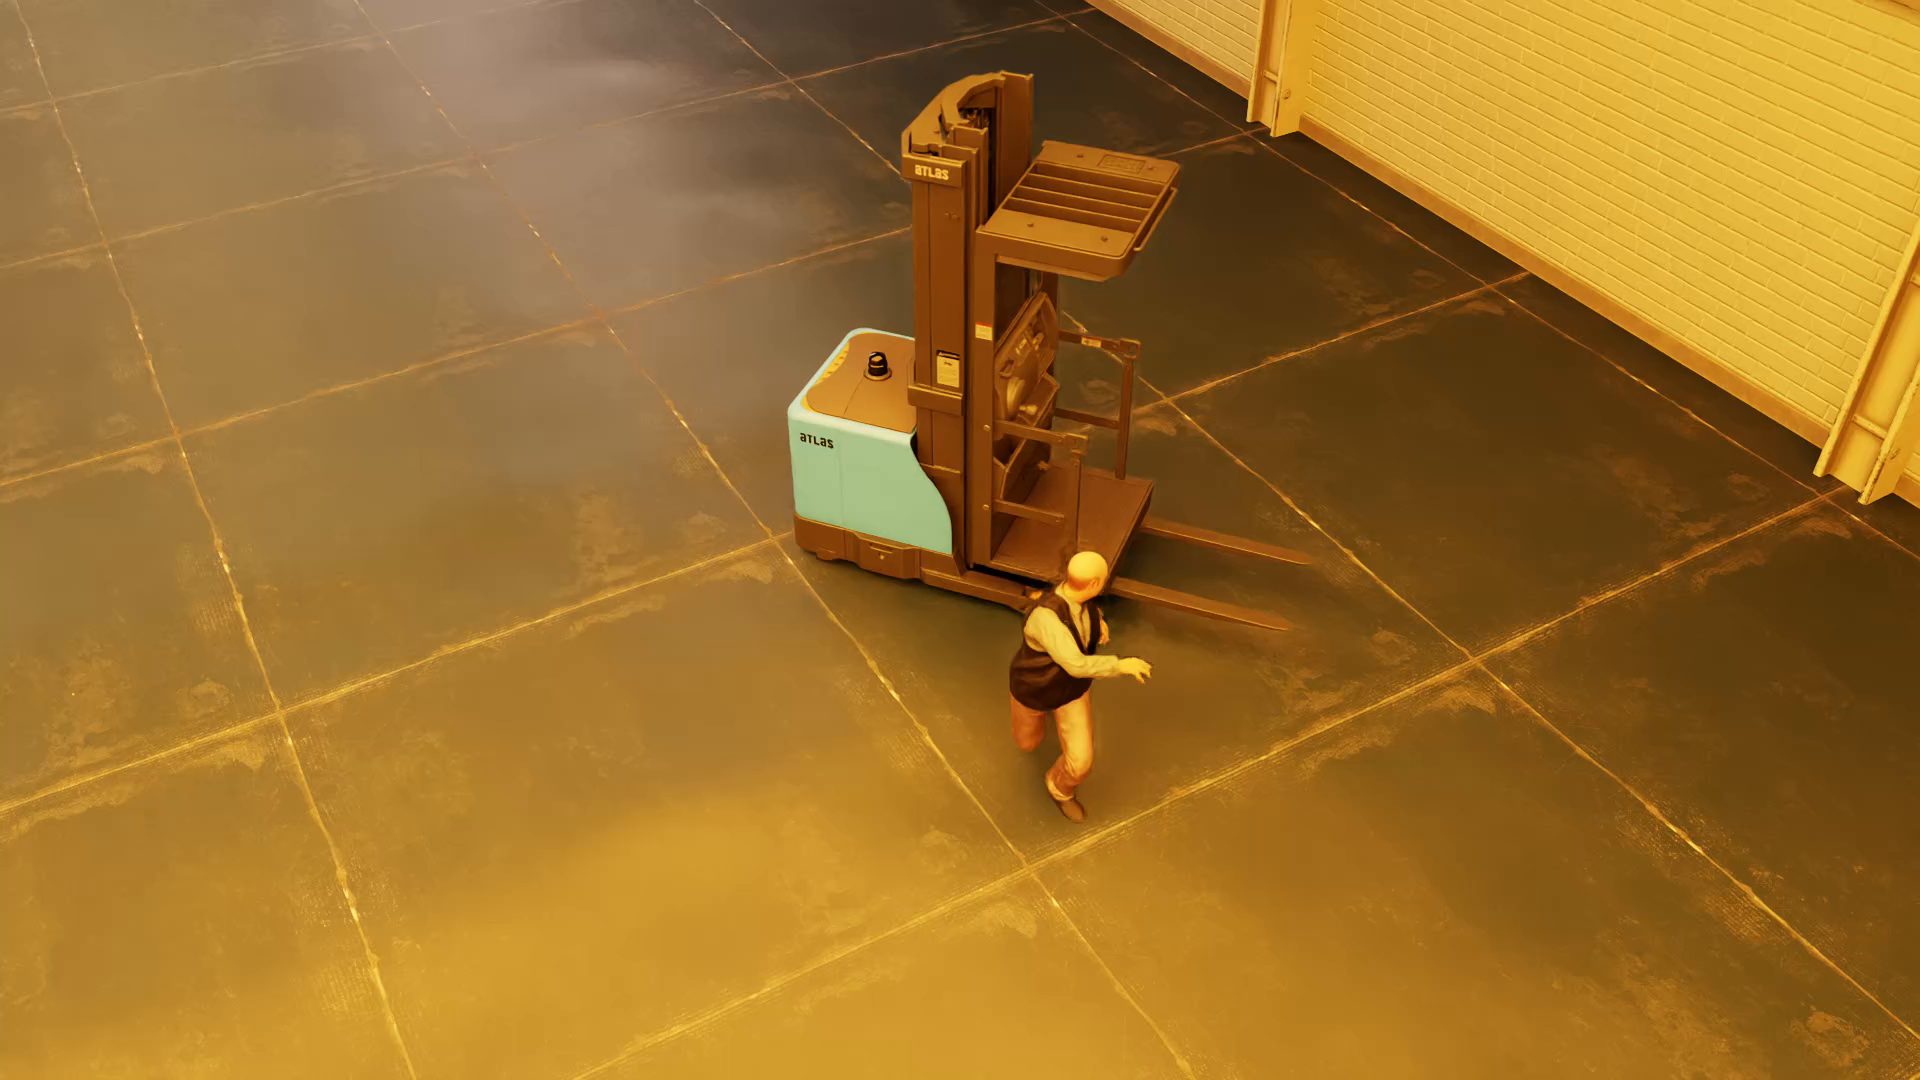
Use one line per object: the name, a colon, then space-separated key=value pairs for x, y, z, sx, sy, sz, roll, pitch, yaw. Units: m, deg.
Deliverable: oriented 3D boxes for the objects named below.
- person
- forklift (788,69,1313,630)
person: x=0.558 y=0.652 z=8.442 sx=0.669 sy=1.490 sz=0.933 roll=-12 pitch=41 yaw=-14
forklift: x=0.558 y=-1.000 z=9.242 sx=3.031 sy=2.935 sz=1.130 roll=14 pitch=42 yaw=16
